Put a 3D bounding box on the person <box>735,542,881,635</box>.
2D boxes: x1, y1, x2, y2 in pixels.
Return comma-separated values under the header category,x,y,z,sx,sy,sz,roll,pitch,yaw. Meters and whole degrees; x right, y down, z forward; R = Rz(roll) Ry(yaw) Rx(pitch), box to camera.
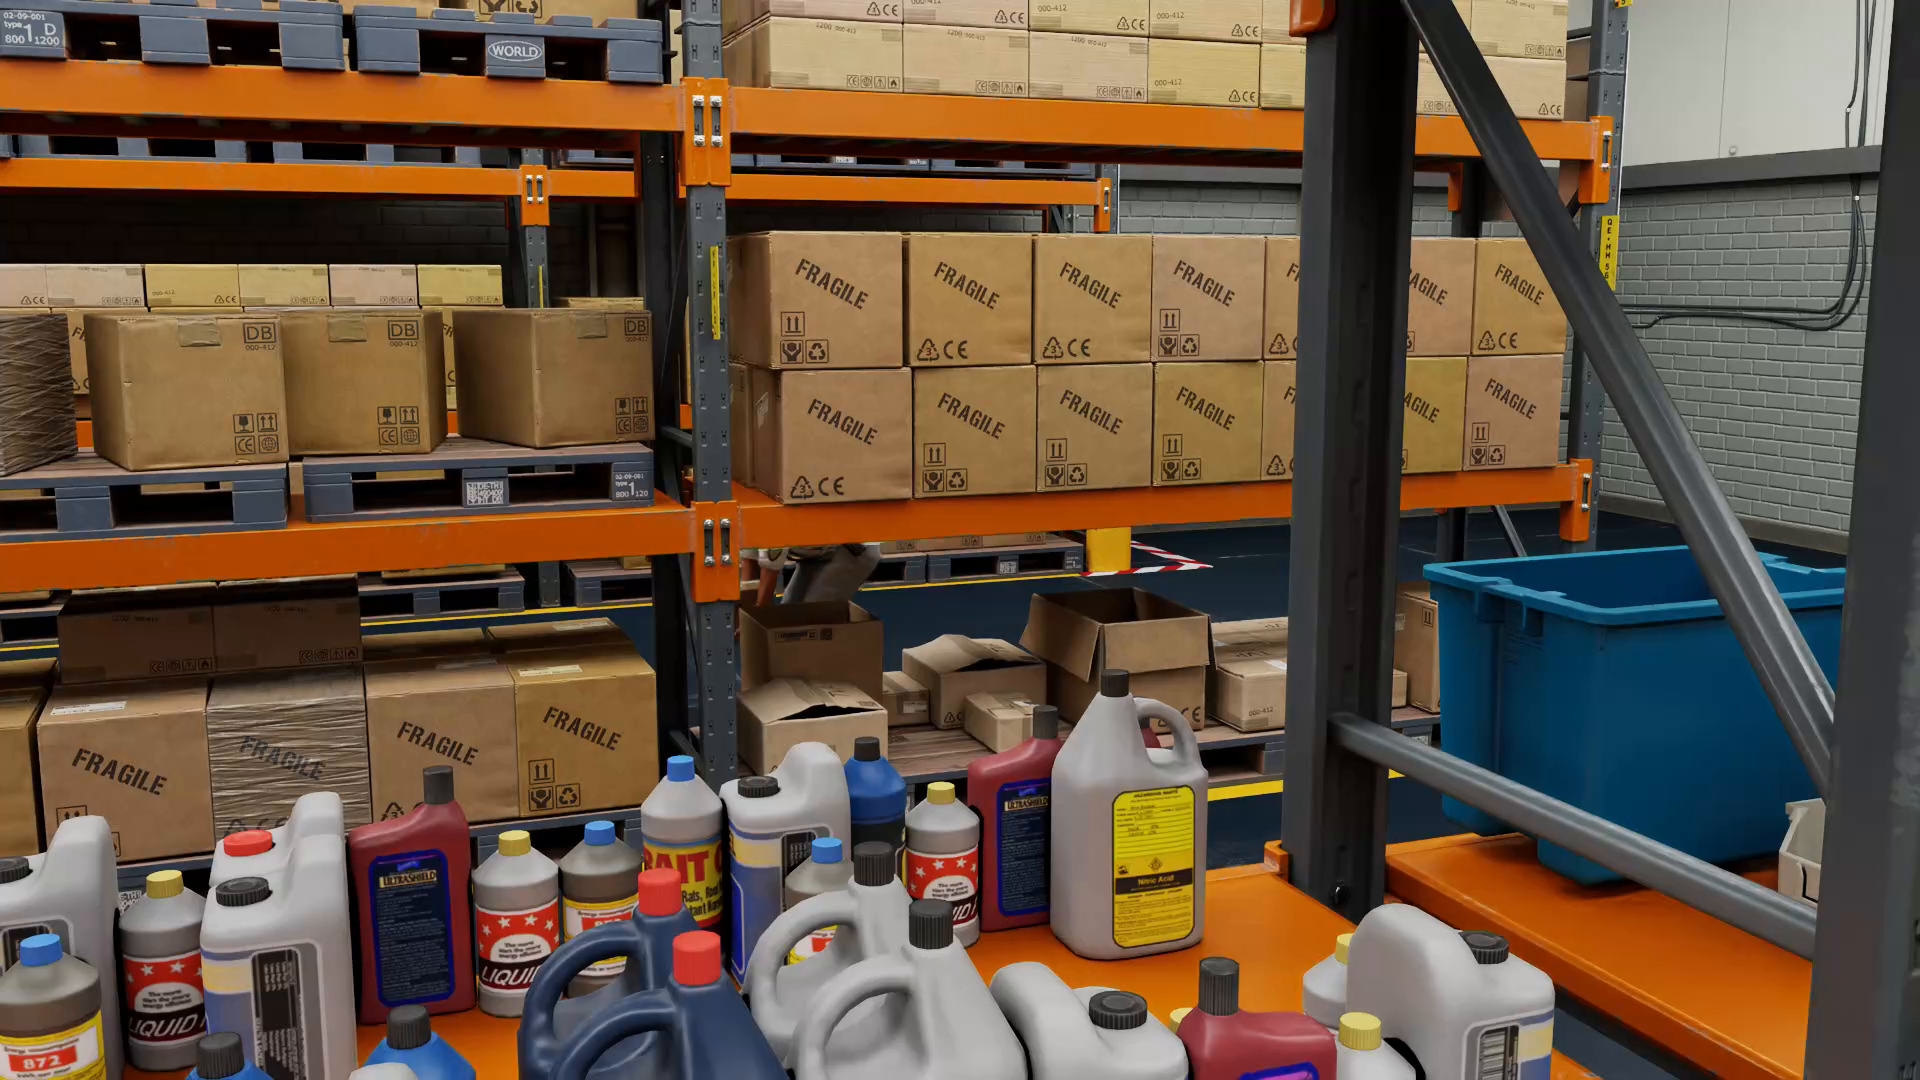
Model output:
category,x,y,z,sx,sy,sz,roll,pitch,yaw
person,-0.841,0.260,8.371,0.921,1.153,0.479,-4,10,-24
